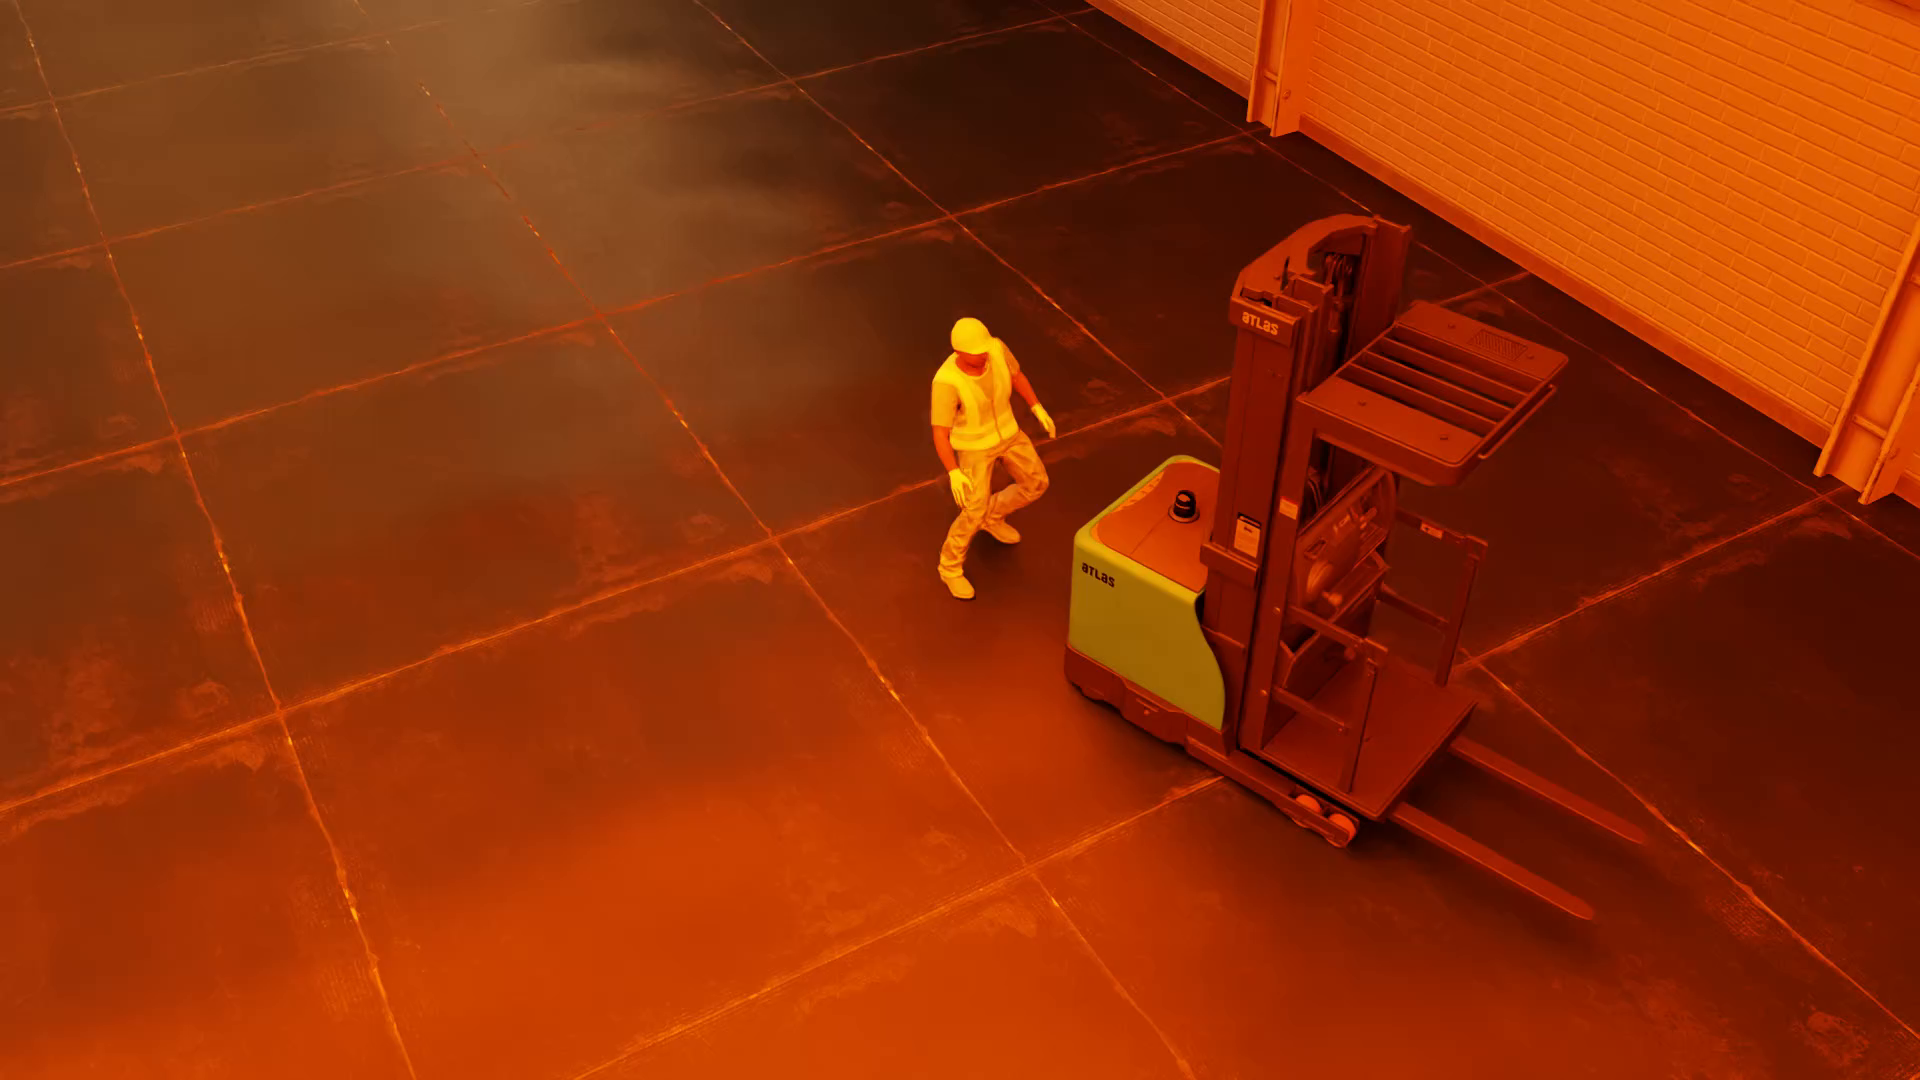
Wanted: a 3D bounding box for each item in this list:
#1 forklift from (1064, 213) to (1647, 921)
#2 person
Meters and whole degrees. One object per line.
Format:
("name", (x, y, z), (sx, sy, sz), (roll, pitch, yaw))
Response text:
("forklift", (2.031, 0.045, 7.982), (3.031, 2.935, 1.130), (29, 47, 30))
("person", (0.148, -0.541, 9.688), (0.856, 1.662, 0.617), (-28, 47, -30))
